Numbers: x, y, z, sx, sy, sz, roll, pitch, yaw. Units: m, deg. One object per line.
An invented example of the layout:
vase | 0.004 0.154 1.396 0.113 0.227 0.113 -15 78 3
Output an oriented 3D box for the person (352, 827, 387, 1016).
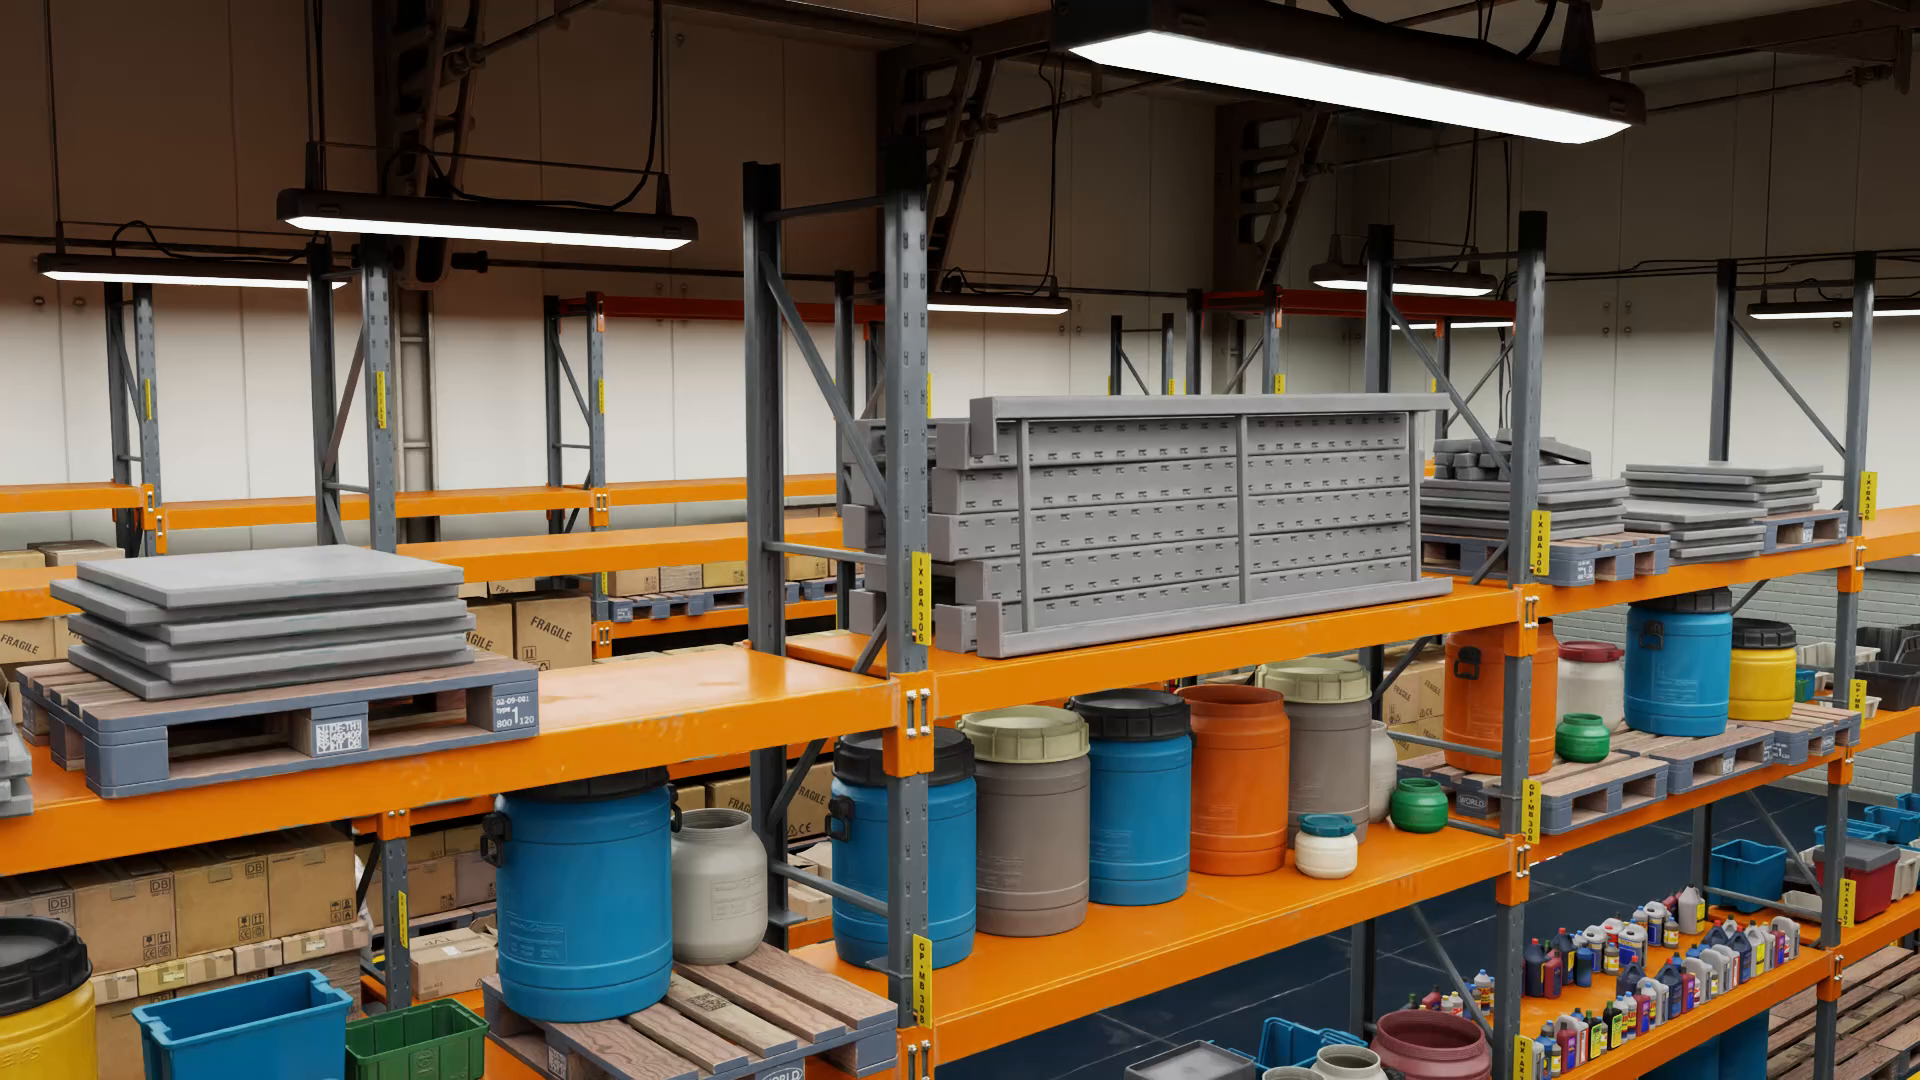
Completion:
person | -4.845 3.058 12.837 0.898 1.746 0.556 -4 7 -34
